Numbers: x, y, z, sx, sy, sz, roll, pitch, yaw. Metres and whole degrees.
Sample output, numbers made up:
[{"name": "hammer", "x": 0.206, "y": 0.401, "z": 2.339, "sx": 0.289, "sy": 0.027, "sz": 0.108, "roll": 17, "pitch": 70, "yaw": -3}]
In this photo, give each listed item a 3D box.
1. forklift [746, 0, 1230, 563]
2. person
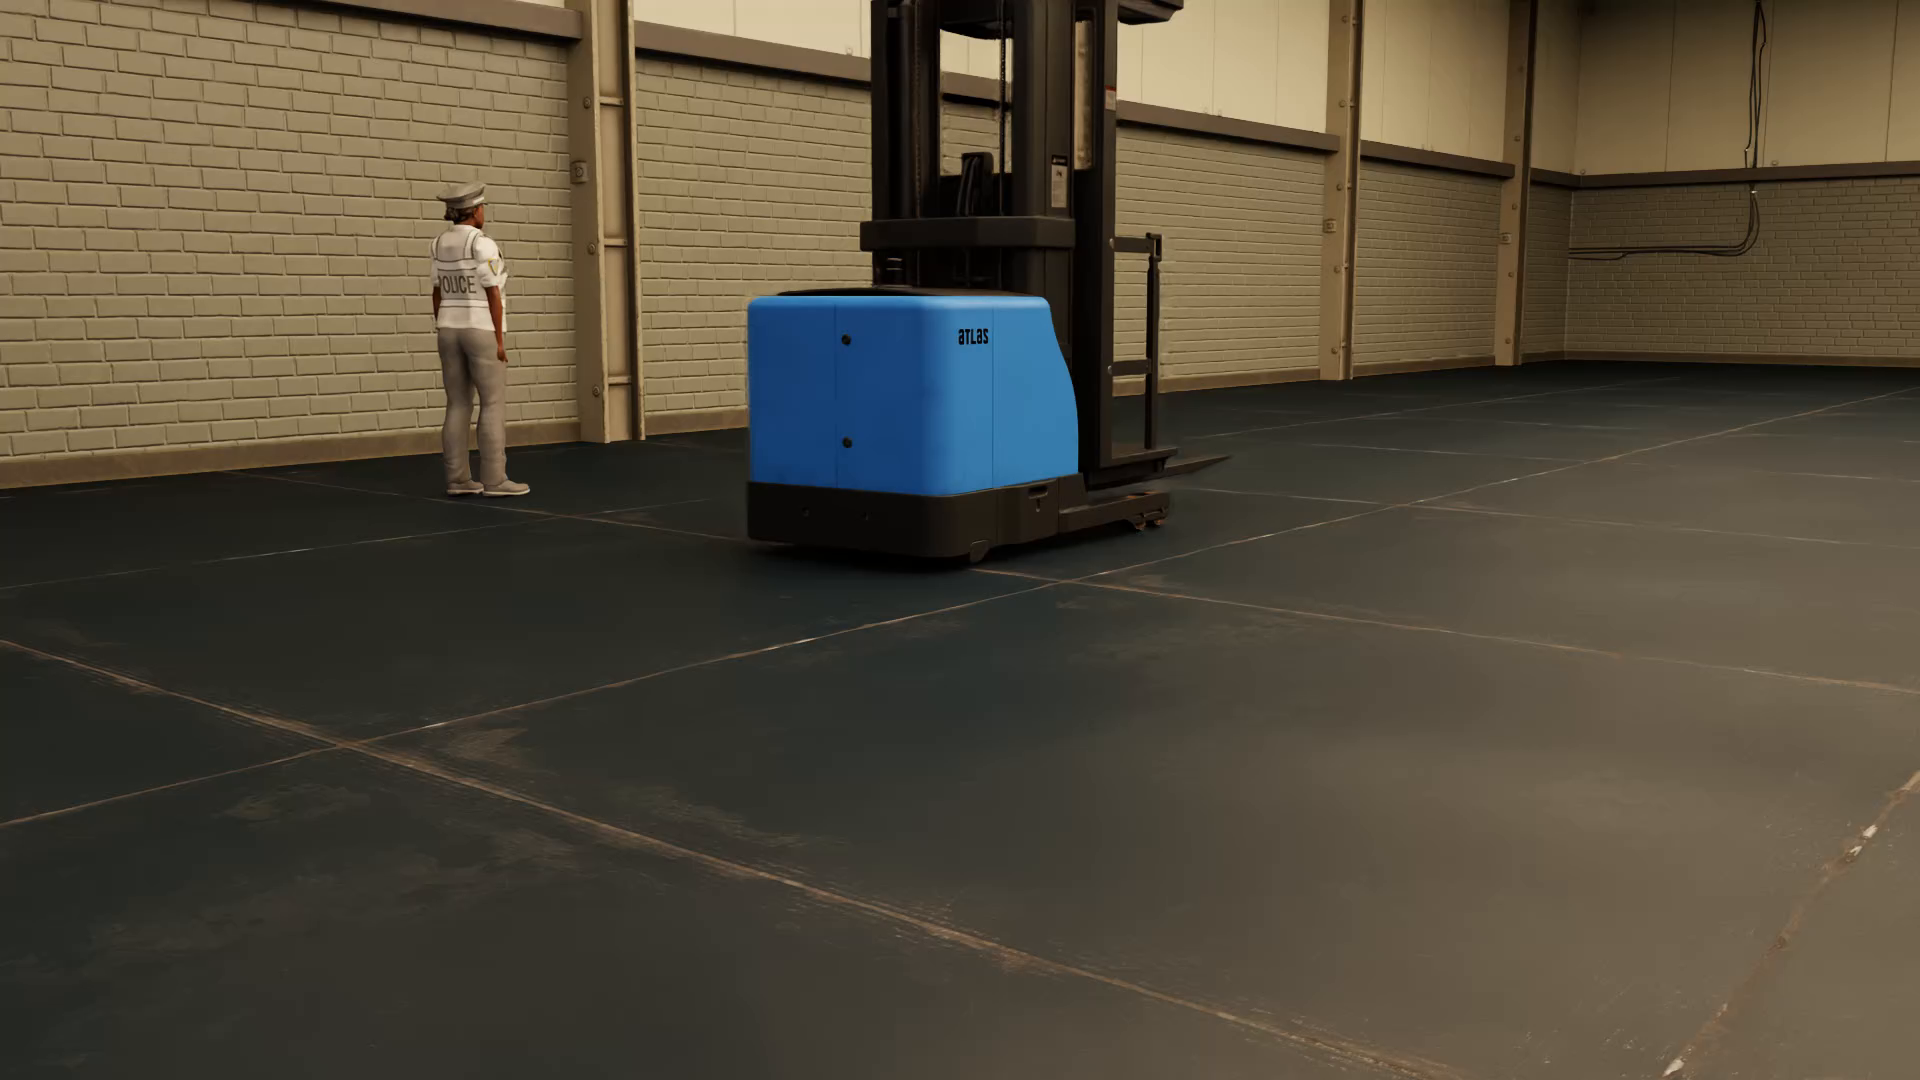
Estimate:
[{"name": "forklift", "x": 0.340, "y": -1.529, "z": 7.729, "sx": 1.130, "sy": 2.935, "sz": 3.031, "roll": 6, "pitch": 10, "yaw": 33}, {"name": "person", "x": -2.614, "y": -1.081, "z": 8.965, "sx": 0.449, "sy": 1.693, "sz": 0.345, "roll": 4, "pitch": 9, "yaw": 23}]
